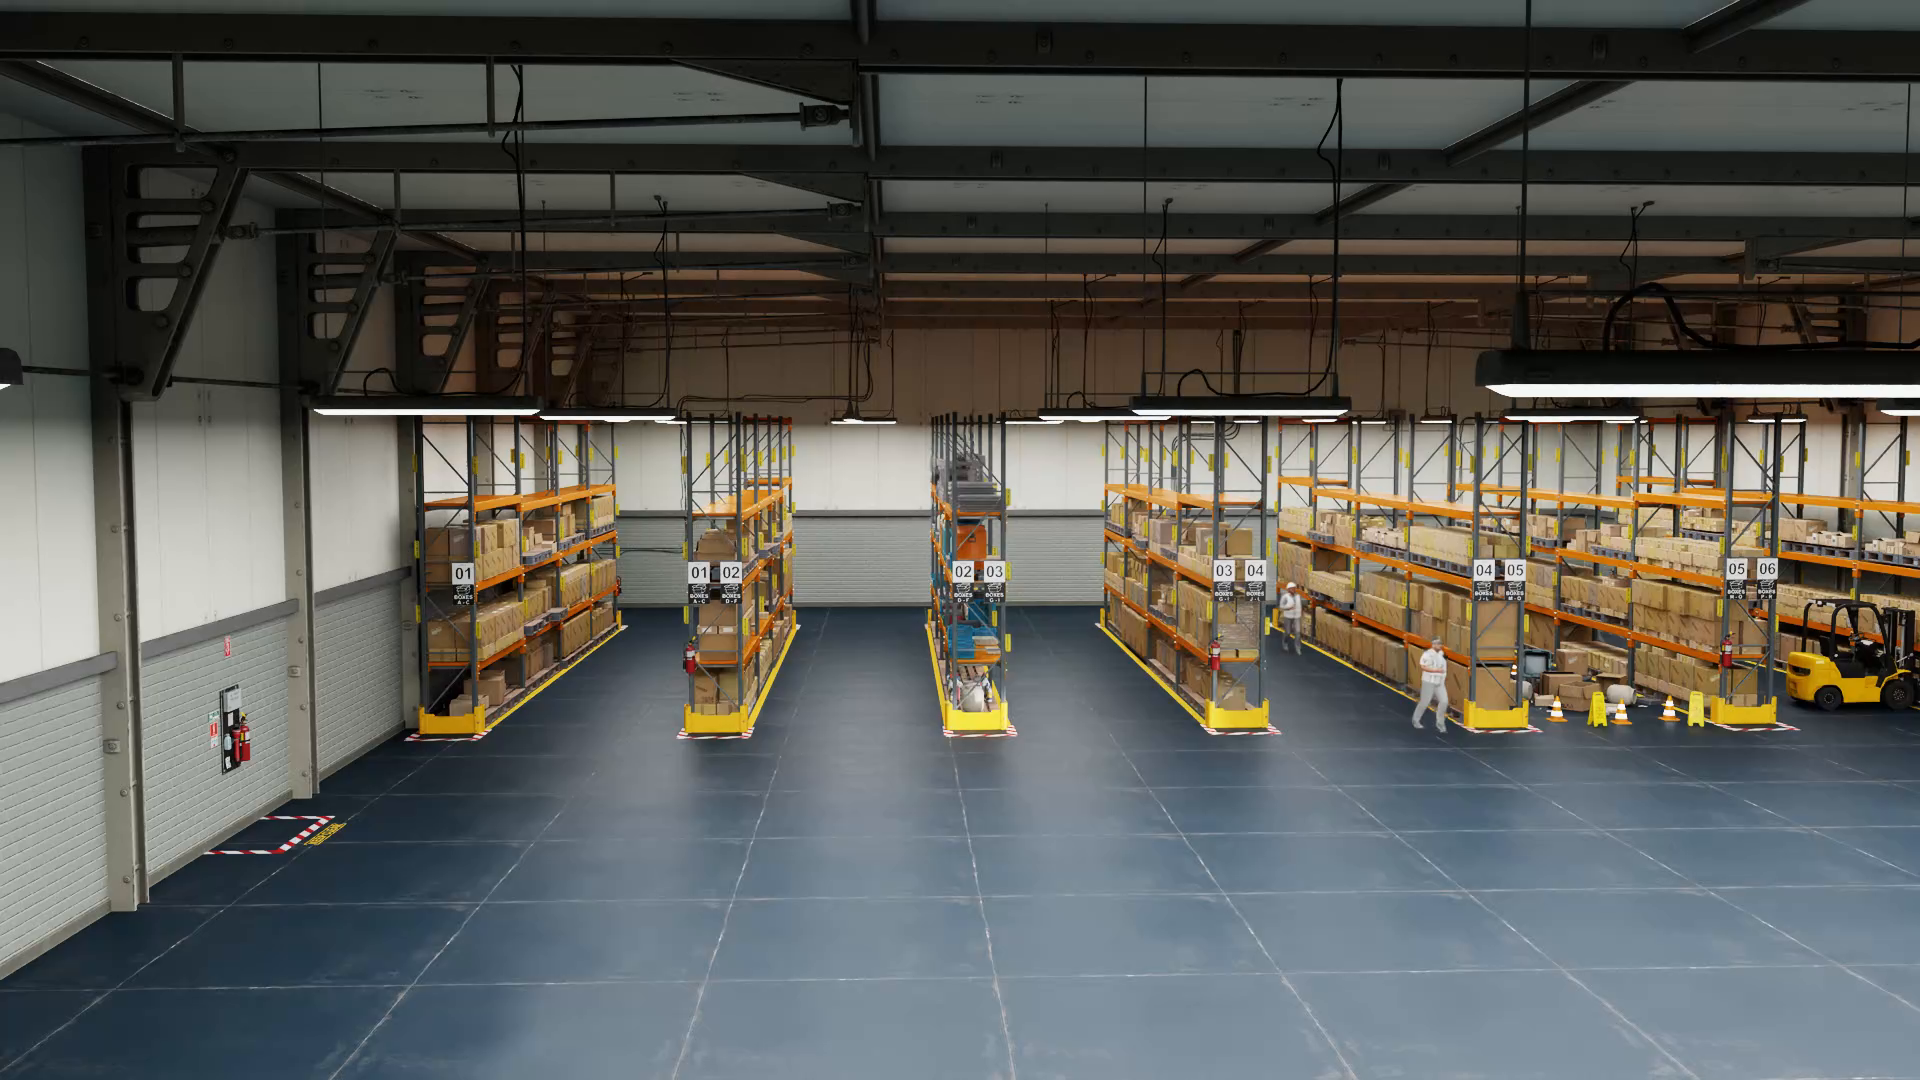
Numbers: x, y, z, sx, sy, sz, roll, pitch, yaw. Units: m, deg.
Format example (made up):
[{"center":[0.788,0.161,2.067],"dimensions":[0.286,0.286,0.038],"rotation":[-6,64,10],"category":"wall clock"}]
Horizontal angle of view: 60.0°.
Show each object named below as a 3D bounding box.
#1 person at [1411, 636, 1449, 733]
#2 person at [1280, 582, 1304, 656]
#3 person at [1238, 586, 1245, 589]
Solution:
[{"center":[8.927,2.719,31.347],"dimensions":[0.678,1.861,0.721],"rotation":[-2,4,-29],"category":"person"},{"center":[8.363,1.964,41.902],"dimensions":[0.645,1.800,0.918],"rotation":[0,4,-6],"category":"person"},{"center":[7.869,1.773,46.316],"dimensions":[0.587,1.615,0.630],"rotation":[0,4,4],"category":"person"}]
